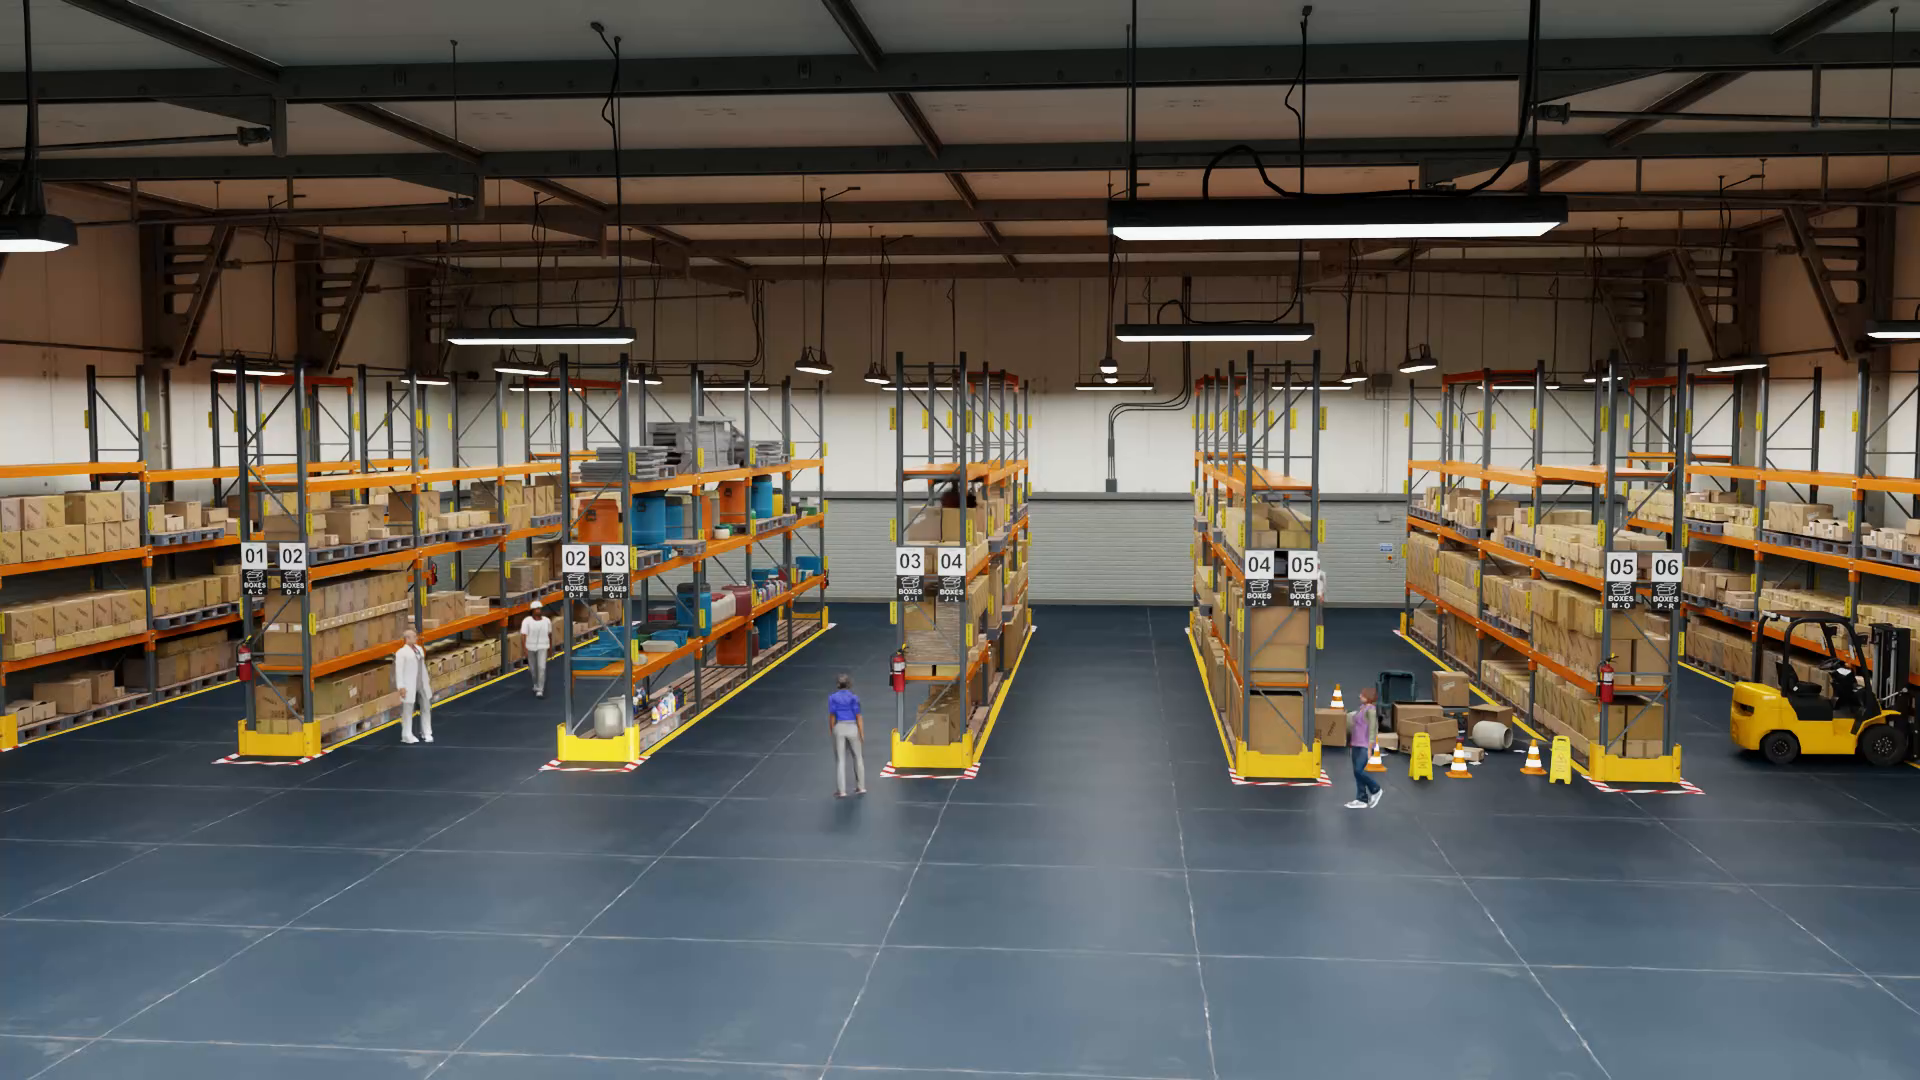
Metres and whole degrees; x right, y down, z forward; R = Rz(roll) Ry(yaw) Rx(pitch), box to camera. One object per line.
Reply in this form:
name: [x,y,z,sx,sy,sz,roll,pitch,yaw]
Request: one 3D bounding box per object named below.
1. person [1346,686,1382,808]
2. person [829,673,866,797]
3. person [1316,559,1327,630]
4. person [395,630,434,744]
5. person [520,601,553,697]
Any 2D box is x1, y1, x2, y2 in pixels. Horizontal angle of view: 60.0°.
person: [5.194,2.679,21.394,0.411,1.574,0.449,-2,4,-21]
person: [-1.500,2.600,22.259,0.482,1.671,0.493,0,4,2]
person: [8.419,1.318,39.366,0.369,1.787,0.572,-2,5,-26]
person: [-8.524,2.291,25.926,0.455,1.800,0.656,4,5,41]
person: [-7.746,1.982,30.328,0.513,1.727,1.002,0,4,-2]
